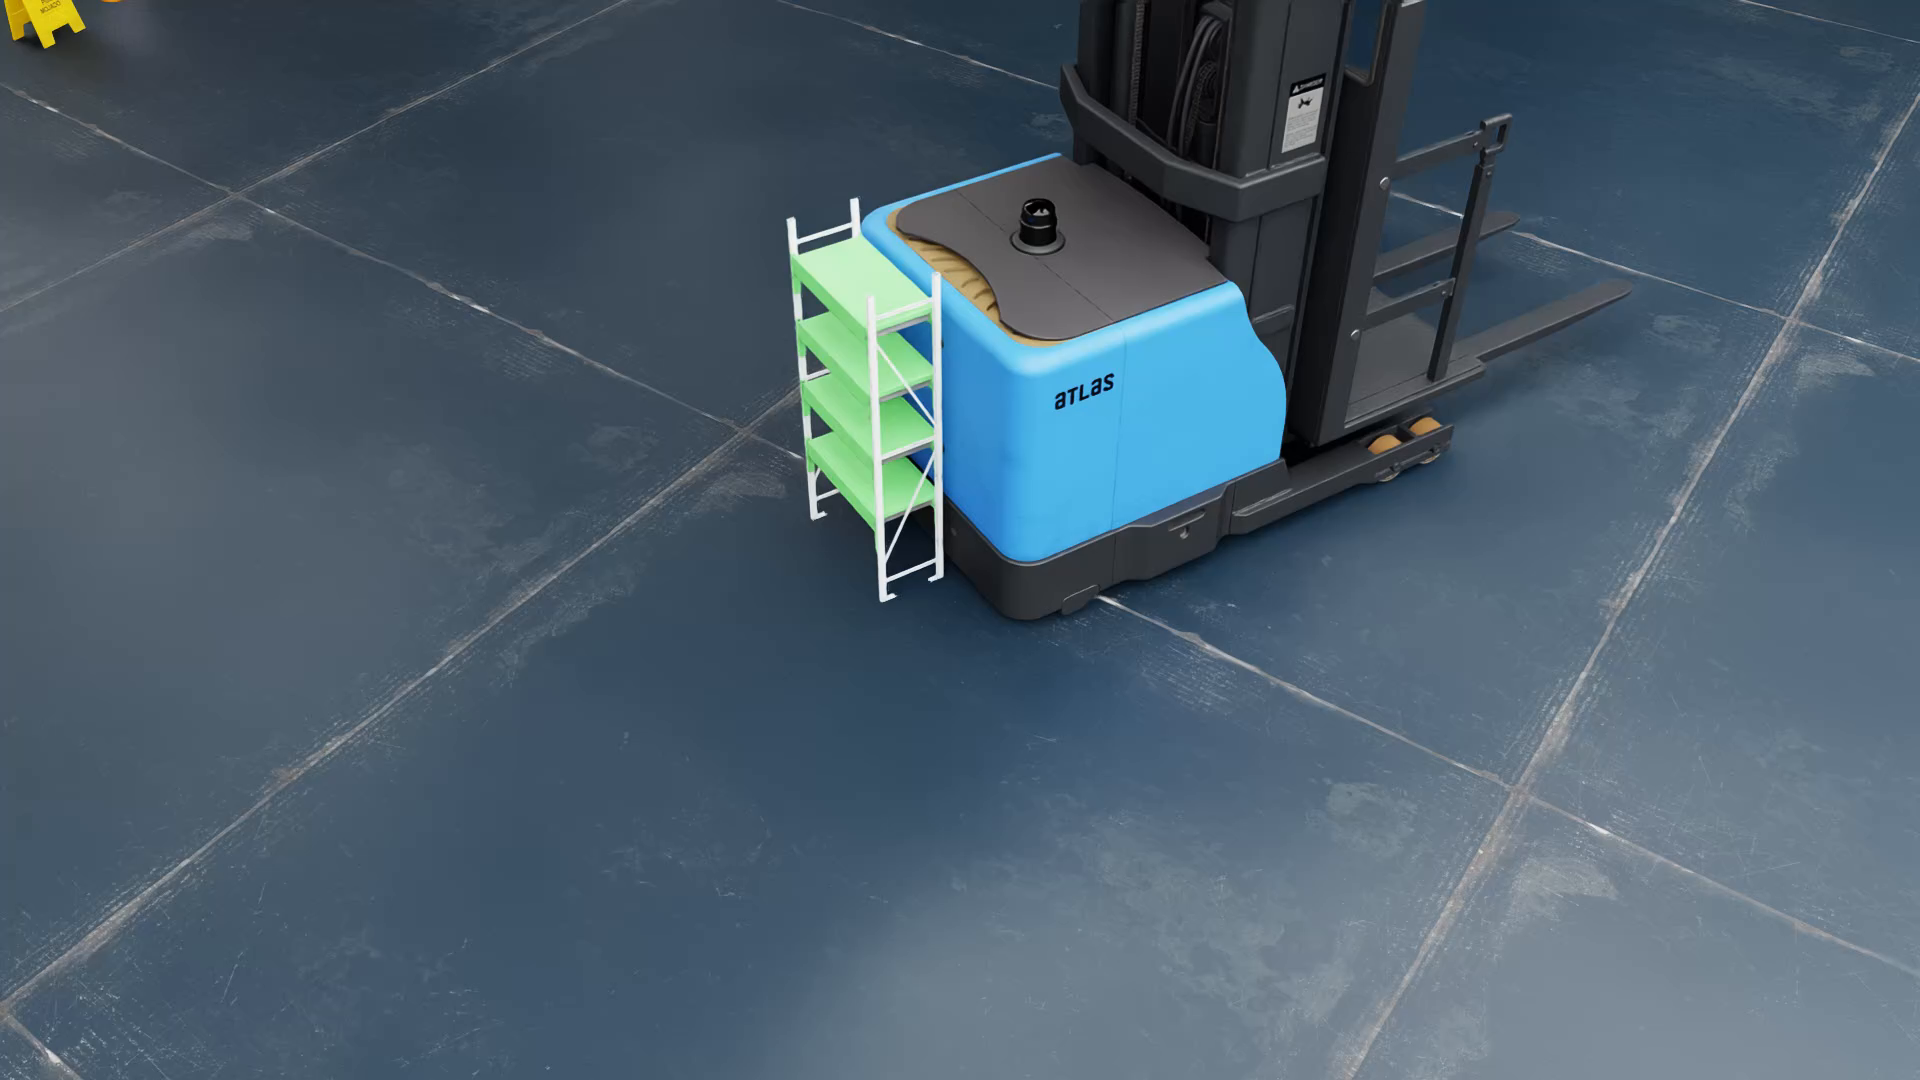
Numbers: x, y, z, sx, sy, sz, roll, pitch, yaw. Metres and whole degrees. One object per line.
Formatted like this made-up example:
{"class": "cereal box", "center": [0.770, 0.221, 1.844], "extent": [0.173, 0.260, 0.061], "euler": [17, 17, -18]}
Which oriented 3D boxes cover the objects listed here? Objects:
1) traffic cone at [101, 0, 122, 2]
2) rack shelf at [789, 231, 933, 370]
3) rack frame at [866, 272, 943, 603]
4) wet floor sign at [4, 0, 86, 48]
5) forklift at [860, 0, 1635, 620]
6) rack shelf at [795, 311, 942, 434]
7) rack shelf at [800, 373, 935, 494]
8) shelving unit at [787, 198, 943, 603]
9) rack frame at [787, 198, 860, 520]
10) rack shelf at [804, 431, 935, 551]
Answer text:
{"class": "traffic cone", "center": [-4.621, -3.216, 8.997], "extent": [0.334, 0.463, 0.336], "euler": [25, 48, 25]}
{"class": "rack shelf", "center": [-0.290, -0.734, 5.046], "extent": [0.258, 0.148, 0.480], "euler": [-22, 46, -23]}
{"class": "rack frame", "center": [-0.162, -0.285, 5.169], "extent": [0.240, 1.200, 0.015], "euler": [-22, 46, -23]}
{"class": "wet floor sign", "center": [-4.768, -2.889, 8.495], "extent": [0.232, 0.644, 0.267], "euler": [17, 45, 18]}
{"class": "forklift", "center": [1.189, -1.581, 5.319], "extent": [3.031, 2.935, 1.130], "euler": [-22, 46, -23]}
{"class": "rack shelf", "center": [-0.290, -0.555, 5.206], "extent": [0.258, 0.148, 0.480], "euler": [-22, 46, -23]}
{"class": "rack shelf", "center": [-0.290, -0.376, 5.366], "extent": [0.258, 0.148, 0.480], "euler": [-22, 46, -23]}
{"class": "shelving unit", "center": [-0.290, -0.423, 5.323], "extent": [0.258, 1.200, 0.503], "euler": [-22, 46, -23]}
{"class": "rack frame", "center": [-0.418, -0.562, 5.478], "extent": [0.240, 1.200, 0.015], "euler": [-22, 46, -23]}
{"class": "rack shelf", "center": [-0.290, -0.197, 5.526], "extent": [0.258, 0.148, 0.480], "euler": [-22, 46, -23]}
